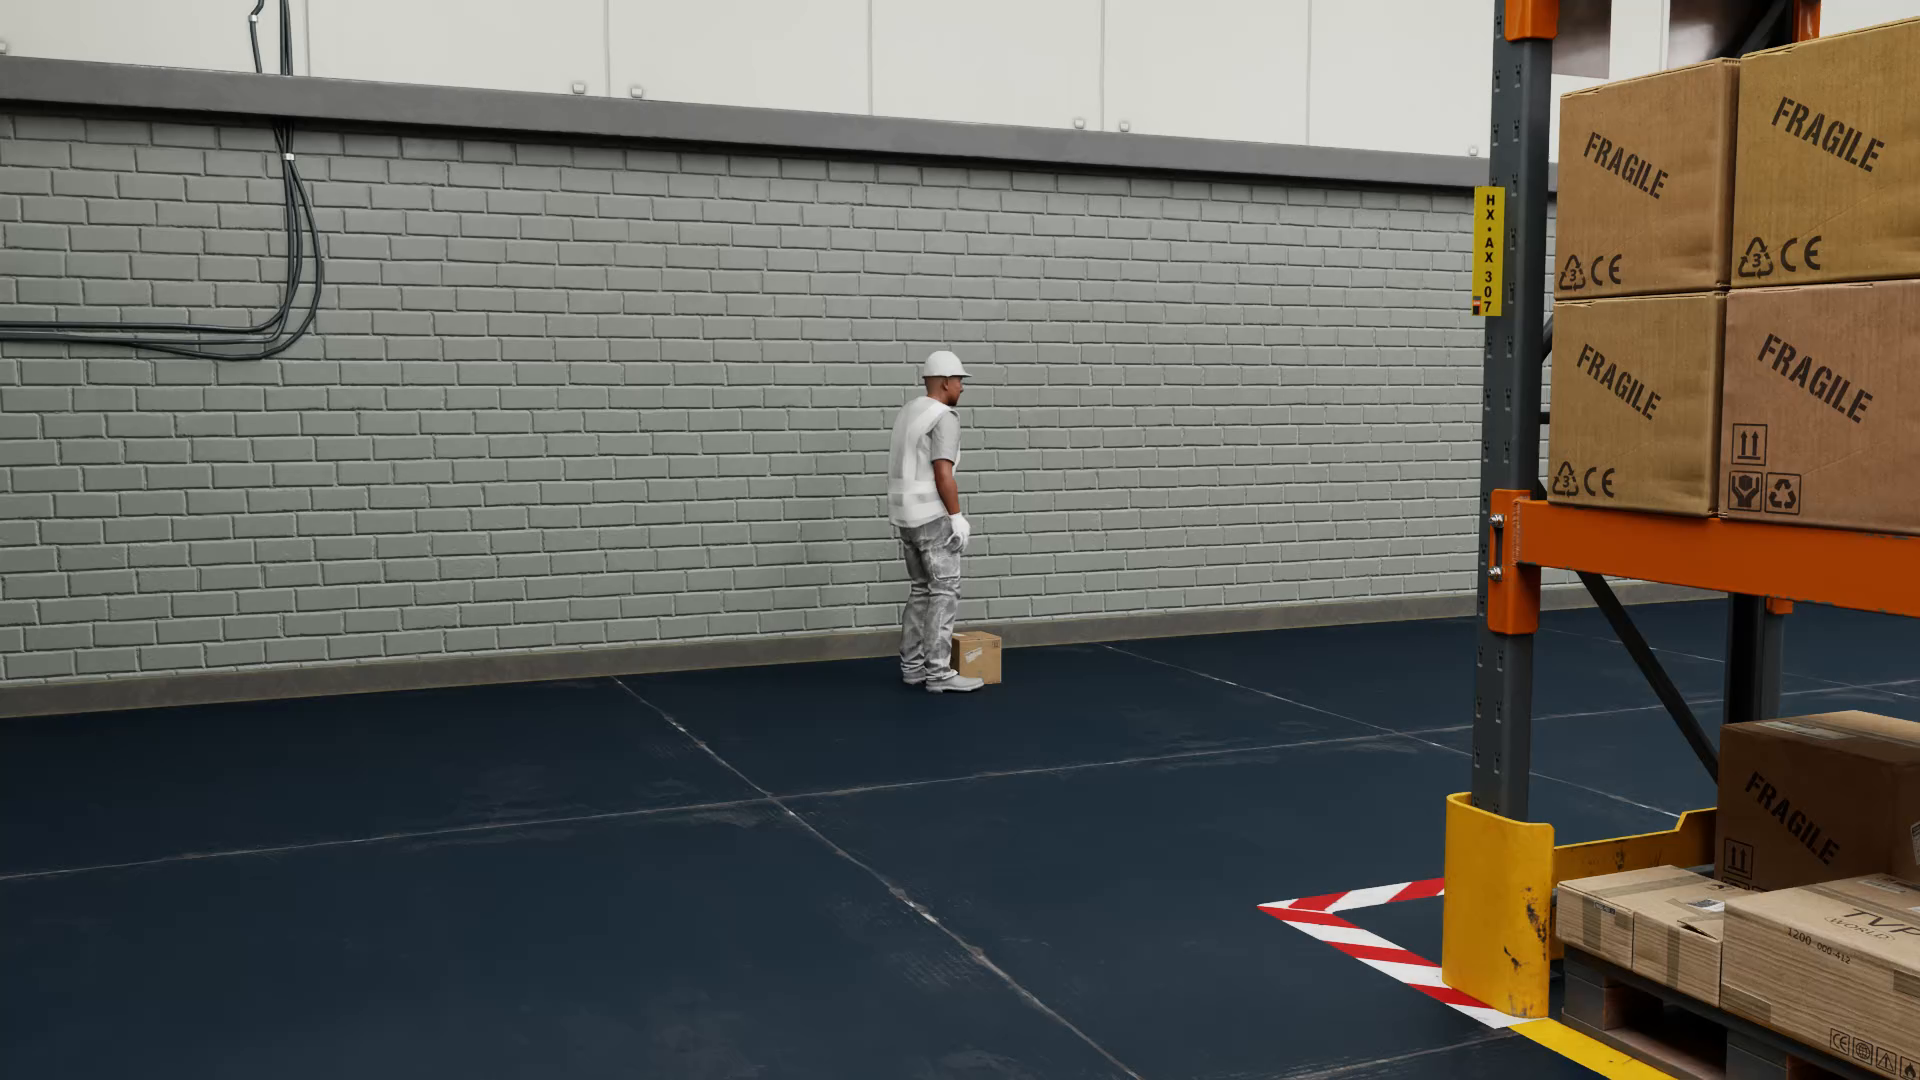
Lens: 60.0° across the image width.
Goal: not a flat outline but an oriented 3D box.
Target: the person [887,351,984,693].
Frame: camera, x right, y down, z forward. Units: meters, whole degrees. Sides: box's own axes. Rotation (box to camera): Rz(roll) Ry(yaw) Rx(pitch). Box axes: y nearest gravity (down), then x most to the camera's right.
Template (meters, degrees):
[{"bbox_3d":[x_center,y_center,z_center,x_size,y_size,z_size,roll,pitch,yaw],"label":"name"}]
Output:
[{"bbox_3d":[-0.138,-0.107,8.788,0.449,1.774,0.616,-2,6,-24],"label":"person"}]
